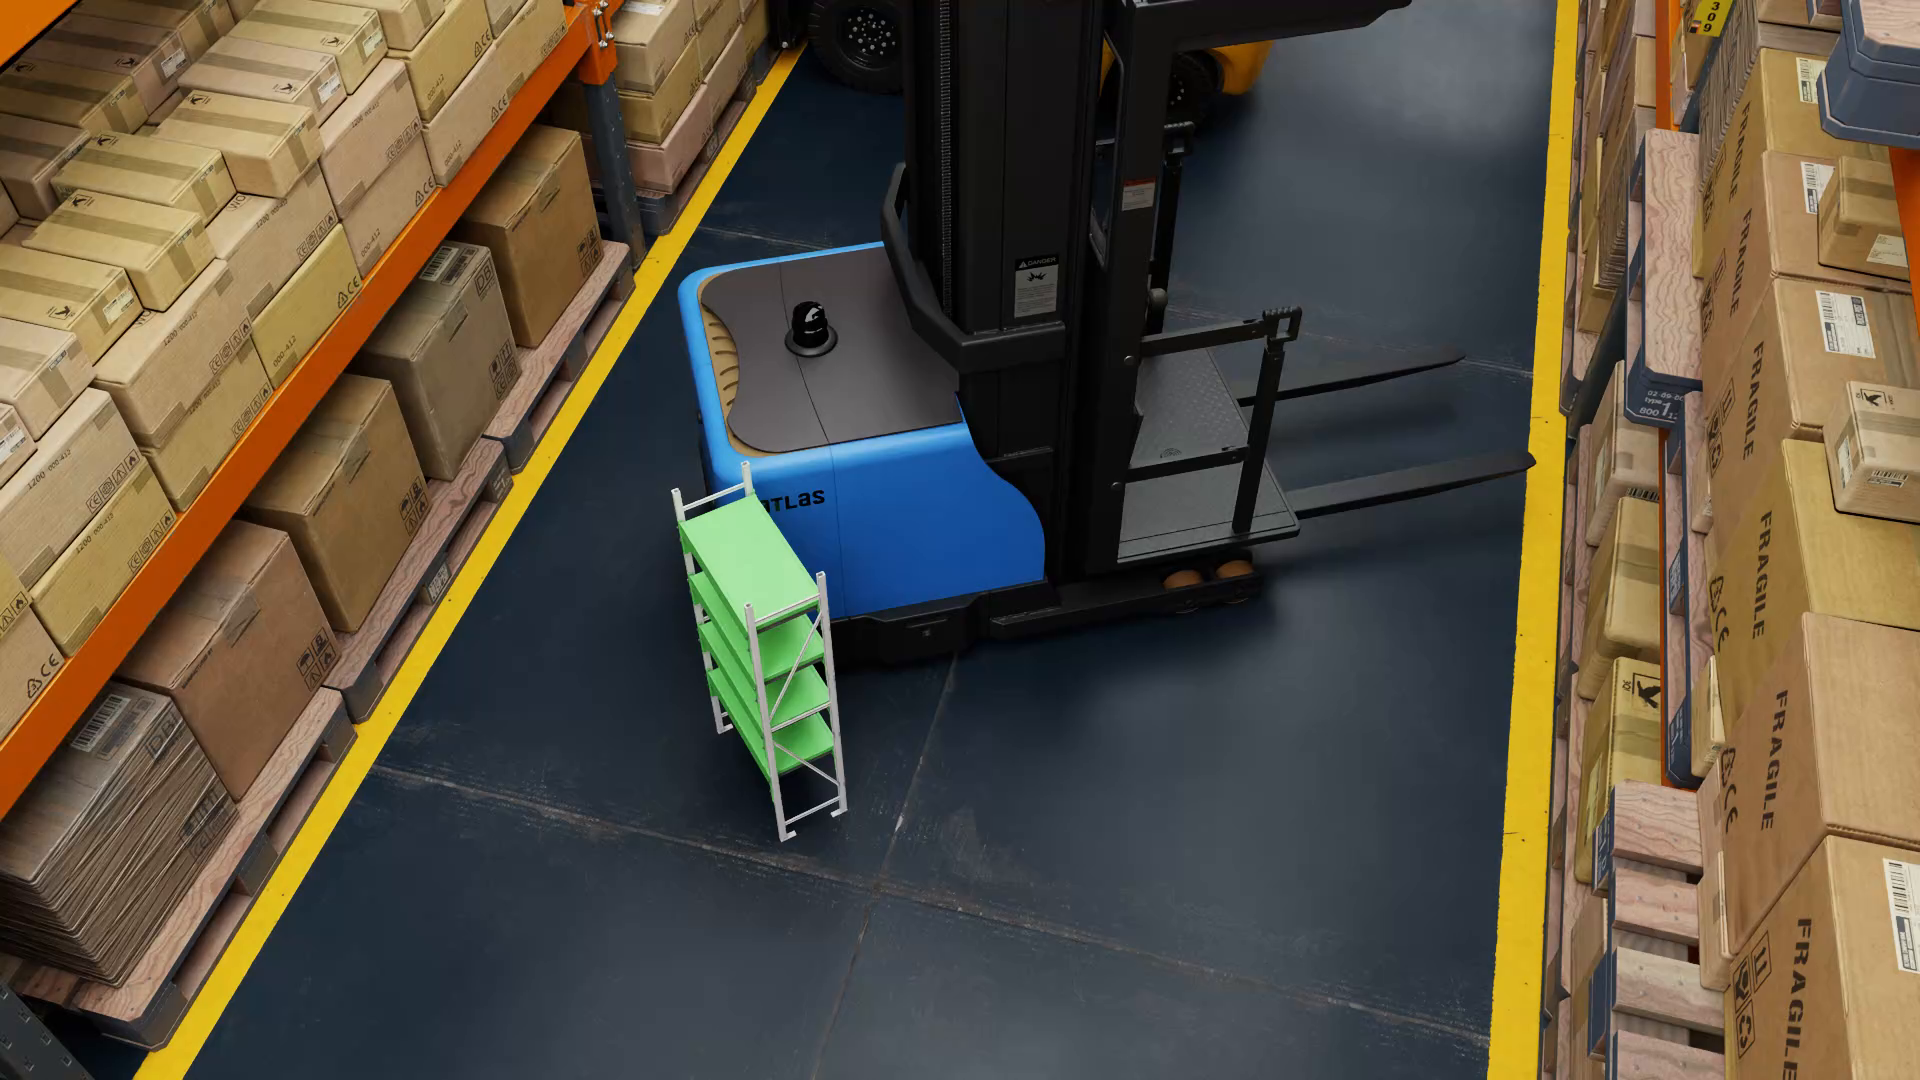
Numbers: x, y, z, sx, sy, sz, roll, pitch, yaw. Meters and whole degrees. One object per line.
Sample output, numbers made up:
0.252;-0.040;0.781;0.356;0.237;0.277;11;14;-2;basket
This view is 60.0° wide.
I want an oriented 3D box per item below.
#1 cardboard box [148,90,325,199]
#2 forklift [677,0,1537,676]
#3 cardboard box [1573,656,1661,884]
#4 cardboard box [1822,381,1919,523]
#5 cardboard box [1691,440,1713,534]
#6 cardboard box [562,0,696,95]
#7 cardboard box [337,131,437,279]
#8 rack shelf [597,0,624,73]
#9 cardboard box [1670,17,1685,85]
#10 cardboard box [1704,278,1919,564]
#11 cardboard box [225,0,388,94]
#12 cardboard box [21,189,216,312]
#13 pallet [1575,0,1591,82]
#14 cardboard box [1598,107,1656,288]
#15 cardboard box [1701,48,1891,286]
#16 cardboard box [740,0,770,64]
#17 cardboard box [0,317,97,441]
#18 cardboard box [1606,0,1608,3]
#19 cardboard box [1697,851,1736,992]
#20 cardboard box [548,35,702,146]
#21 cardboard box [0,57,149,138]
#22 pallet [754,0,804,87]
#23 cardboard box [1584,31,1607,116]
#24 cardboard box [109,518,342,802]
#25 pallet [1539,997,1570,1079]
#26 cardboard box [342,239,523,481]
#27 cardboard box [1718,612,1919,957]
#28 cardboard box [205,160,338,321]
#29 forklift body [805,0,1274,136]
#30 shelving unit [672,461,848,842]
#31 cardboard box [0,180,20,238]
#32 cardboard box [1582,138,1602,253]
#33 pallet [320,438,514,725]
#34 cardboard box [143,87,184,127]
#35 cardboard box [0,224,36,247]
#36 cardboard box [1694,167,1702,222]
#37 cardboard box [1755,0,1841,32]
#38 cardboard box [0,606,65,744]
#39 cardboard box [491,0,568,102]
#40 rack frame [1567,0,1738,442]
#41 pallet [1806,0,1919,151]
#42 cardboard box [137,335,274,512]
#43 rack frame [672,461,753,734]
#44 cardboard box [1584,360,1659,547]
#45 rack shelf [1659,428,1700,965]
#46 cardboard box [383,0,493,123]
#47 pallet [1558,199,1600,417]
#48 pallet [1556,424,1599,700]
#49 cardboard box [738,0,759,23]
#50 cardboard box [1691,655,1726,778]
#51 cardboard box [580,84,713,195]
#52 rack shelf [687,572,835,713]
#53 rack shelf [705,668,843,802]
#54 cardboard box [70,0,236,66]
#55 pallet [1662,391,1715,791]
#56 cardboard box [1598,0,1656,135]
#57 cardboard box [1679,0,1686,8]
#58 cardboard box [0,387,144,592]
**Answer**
-2.062;-1.132;4.749;0.380;0.149;0.250;10;49;9;cardboard box
0.605;-1.081;5.249;3.031;2.935;1.130;-10;49;-9;forklift
2.404;0.799;5.017;0.950;0.372;0.625;13;50;11;cardboard box
2.012;-0.166;3.418;0.380;0.149;0.250;9;49;8;cardboard box
2.086;-0.116;4.240;0.380;0.149;0.250;13;50;11;cardboard box
-1.453;-2.160;7.043;0.500;0.250;0.500;11;49;9;cardboard box
-2.051;-1.129;5.345;0.500;0.250;0.500;12;50;10;cardboard box
-1.357;-3.521;7.836;1.077;0.370;4.000;12;50;10;rack shelf
2.756;-1.727;5.941;0.380;0.149;0.250;13;50;11;cardboard box
2.107;-0.232;3.909;0.500;0.500;0.500;10;49;8;cardboard box
-1.995;-1.519;5.090;0.380;0.149;0.250;10;49;9;cardboard box
-2.238;-0.775;4.434;0.380;0.149;0.250;13;50;11;cardboard box
3.691;-2.670;8.466;1.003;0.211;1.213;12;50;10;pallet
2.803;-1.293;6.445;0.500;0.500;0.500;11;49;10;cardboard box
2.375;-0.961;4.552;0.500;0.500;0.500;12;50;10;cardboard box
-1.198;-2.571;8.072;0.500;0.250;0.500;12;50;11;cardboard box
-2.399;-0.415;4.116;0.380;0.149;0.250;12;50;10;cardboard box
3.341;-2.781;7.757;0.500;0.500;0.500;10;49;9;cardboard box
1.737;0.819;3.414;0.380;0.149;0.250;11;50;10;cardboard box
-1.458;-1.996;7.231;0.500;0.250;0.500;11;50;10;cardboard box
-2.629;-1.254;4.857;0.380;0.149;0.250;12;50;10;cardboard box
-1.314;-2.842;8.617;1.003;0.211;1.213;12;50;10;pallet
3.207;-2.164;7.713;0.500;0.250;0.500;15;50;13;cardboard box
-2.594;0.305;5.284;0.875;0.625;0.625;13;50;11;cardboard box
2.061;1.916;4.418;1.003;0.211;1.213;12;50;10;pallet
-2.221;-0.726;6.194;0.875;0.625;0.625;11;50;10;cardboard box
1.831;0.528;3.238;0.500;0.500;0.500;11;49;9;cardboard box
-2.185;-0.919;4.827;0.500;0.250;0.500;12;50;11;cardboard box
0.431;-3.193;7.633;2.313;2.155;1.214;12;50;10;forklift body
-0.599;0.374;5.120;0.258;1.200;0.503;-23;53;-19;shelving unit
-2.831;-0.890;4.536;0.380;0.149;0.250;11;49;9;cardboard box
2.933;-1.432;7.067;0.500;0.250;0.500;10;49;9;cardboard box
-2.359;0.036;6.077;1.003;0.211;1.213;12;50;10;pallet
-2.552;-1.381;5.235;0.500;0.250;0.500;10;49;9;cardboard box
-2.818;-0.646;4.586;0.500;0.250;0.500;11;50;10;cardboard box
2.456;-1.054;5.067;0.380;0.149;0.250;12;50;11;cardboard box
2.441;-1.550;4.640;0.380;0.149;0.250;11;50;10;cardboard box
-2.583;0.358;4.033;0.500;0.250;0.500;12;50;10;cardboard box
-1.763;-1.846;5.979;0.500;0.250;0.500;13;50;11;cardboard box
2.906;-1.335;5.428;1.000;3.000;0.127;12;50;10;rack frame
2.371;-1.089;3.335;1.213;0.211;1.003;12;50;10;pallet
-2.317;-0.379;4.684;0.500;0.250;0.500;10;49;9;cardboard box
-0.721;0.215;5.260;0.240;1.200;0.015;-23;53;-19;rack frame
2.771;-0.225;5.920;0.950;0.372;0.625;12;50;11;cardboard box
2.380;0.349;4.421;1.077;0.370;4.000;12;50;10;rack shelf
-1.894;-1.649;5.471;0.500;0.250;0.500;10;49;9;cardboard box
3.049;-0.905;6.908;1.003;0.211;1.213;12;50;10;pallet
2.703;0.151;5.976;1.003;0.211;1.213;12;50;10;pallet
-1.184;-2.722;7.872;0.500;0.250;0.500;11;50;10;cardboard box
1.870;0.437;3.751;0.380;0.149;0.250;12;50;11;cardboard box
-1.436;-1.826;7.415;0.500;0.250;0.500;12;50;10;cardboard box
-0.599;0.257;4.988;0.258;0.148;0.480;-23;53;-19;rack shelf
-0.599;0.575;5.348;0.258;0.148;0.480;-23;53;-19;rack shelf
-2.508;-1.620;5.180;0.380;0.149;0.250;12;50;10;cardboard box
2.335;0.182;4.217;1.003;0.211;1.213;12;50;10;pallet
3.069;-2.031;7.096;0.500;0.500;0.500;14;50;12;cardboard box
2.912;-2.211;5.936;0.500;0.500;0.500;13;50;11;cardboard box
-2.451;-0.169;4.165;0.500;0.250;0.500;13;50;11;cardboard box
